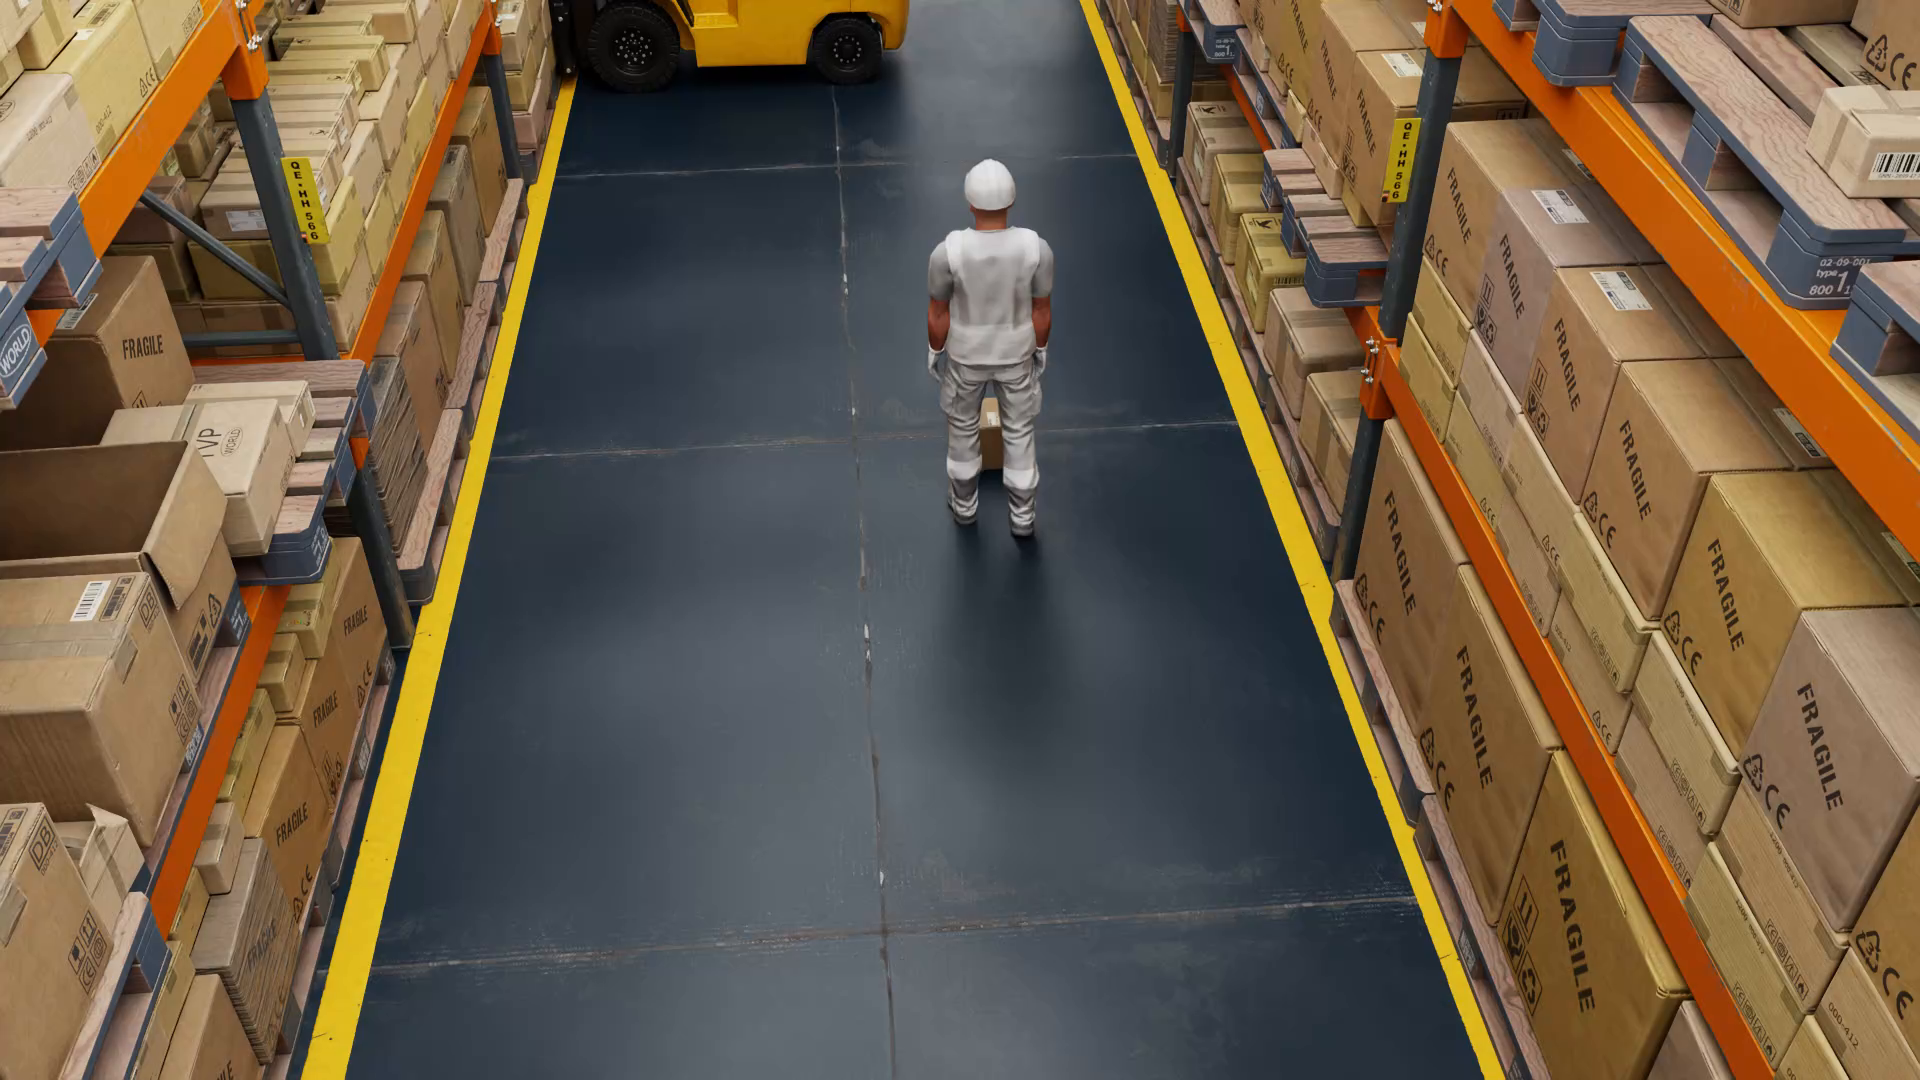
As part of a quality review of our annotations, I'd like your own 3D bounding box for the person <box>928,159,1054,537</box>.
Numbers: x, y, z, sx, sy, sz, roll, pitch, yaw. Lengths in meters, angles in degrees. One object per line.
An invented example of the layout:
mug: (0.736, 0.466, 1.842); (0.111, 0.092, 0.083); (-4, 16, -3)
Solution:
person: (0.122, -0.807, 7.164); (0.525, 1.819, 0.416); (-2, 39, -3)
